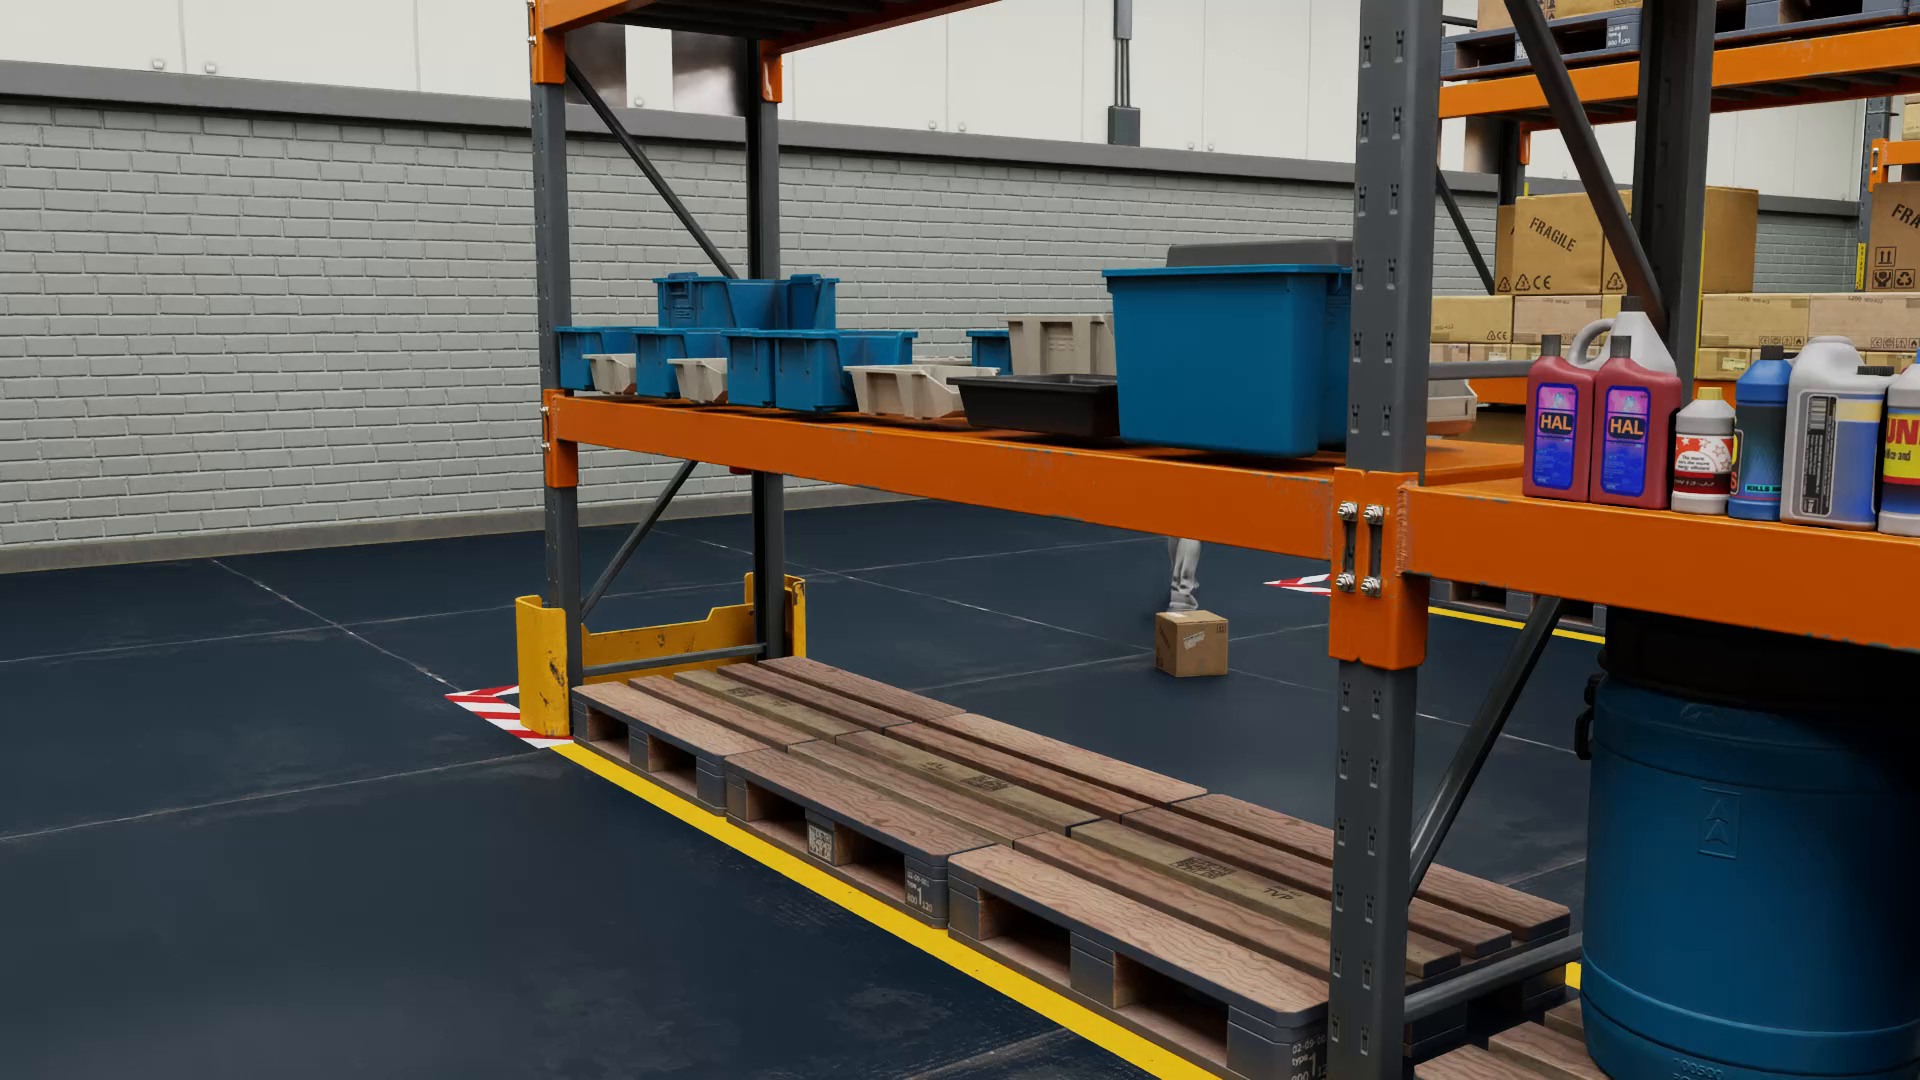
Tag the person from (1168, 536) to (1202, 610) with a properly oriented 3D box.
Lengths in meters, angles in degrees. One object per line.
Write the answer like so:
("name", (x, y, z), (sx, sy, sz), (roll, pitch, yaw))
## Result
("person", (1.265, -0.470, 9.012), (0.485, 1.630, 0.987), (3, 8, 21))
